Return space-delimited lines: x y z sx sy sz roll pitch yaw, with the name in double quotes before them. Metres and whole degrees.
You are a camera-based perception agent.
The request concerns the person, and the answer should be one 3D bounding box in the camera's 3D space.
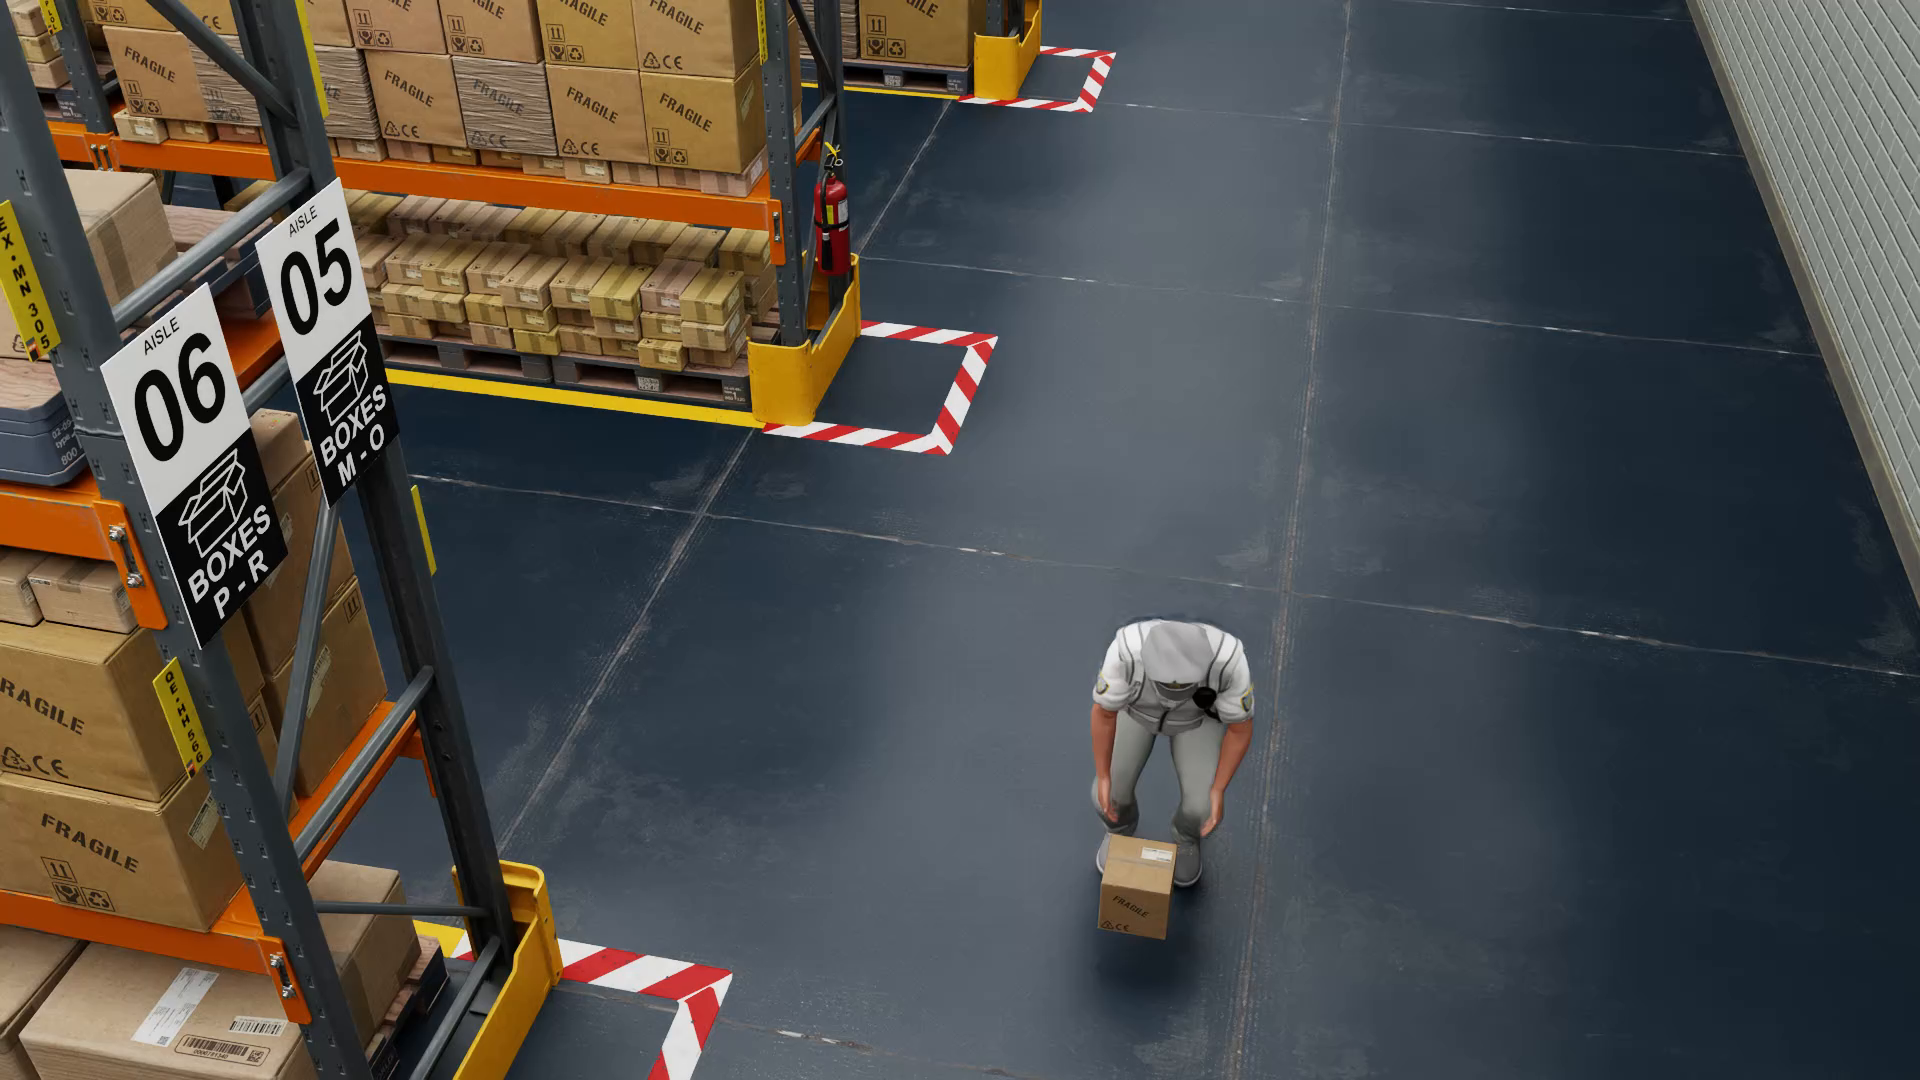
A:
"person" 0.794 0.740 6.248 0.591 1.412 0.808 8 37 10
